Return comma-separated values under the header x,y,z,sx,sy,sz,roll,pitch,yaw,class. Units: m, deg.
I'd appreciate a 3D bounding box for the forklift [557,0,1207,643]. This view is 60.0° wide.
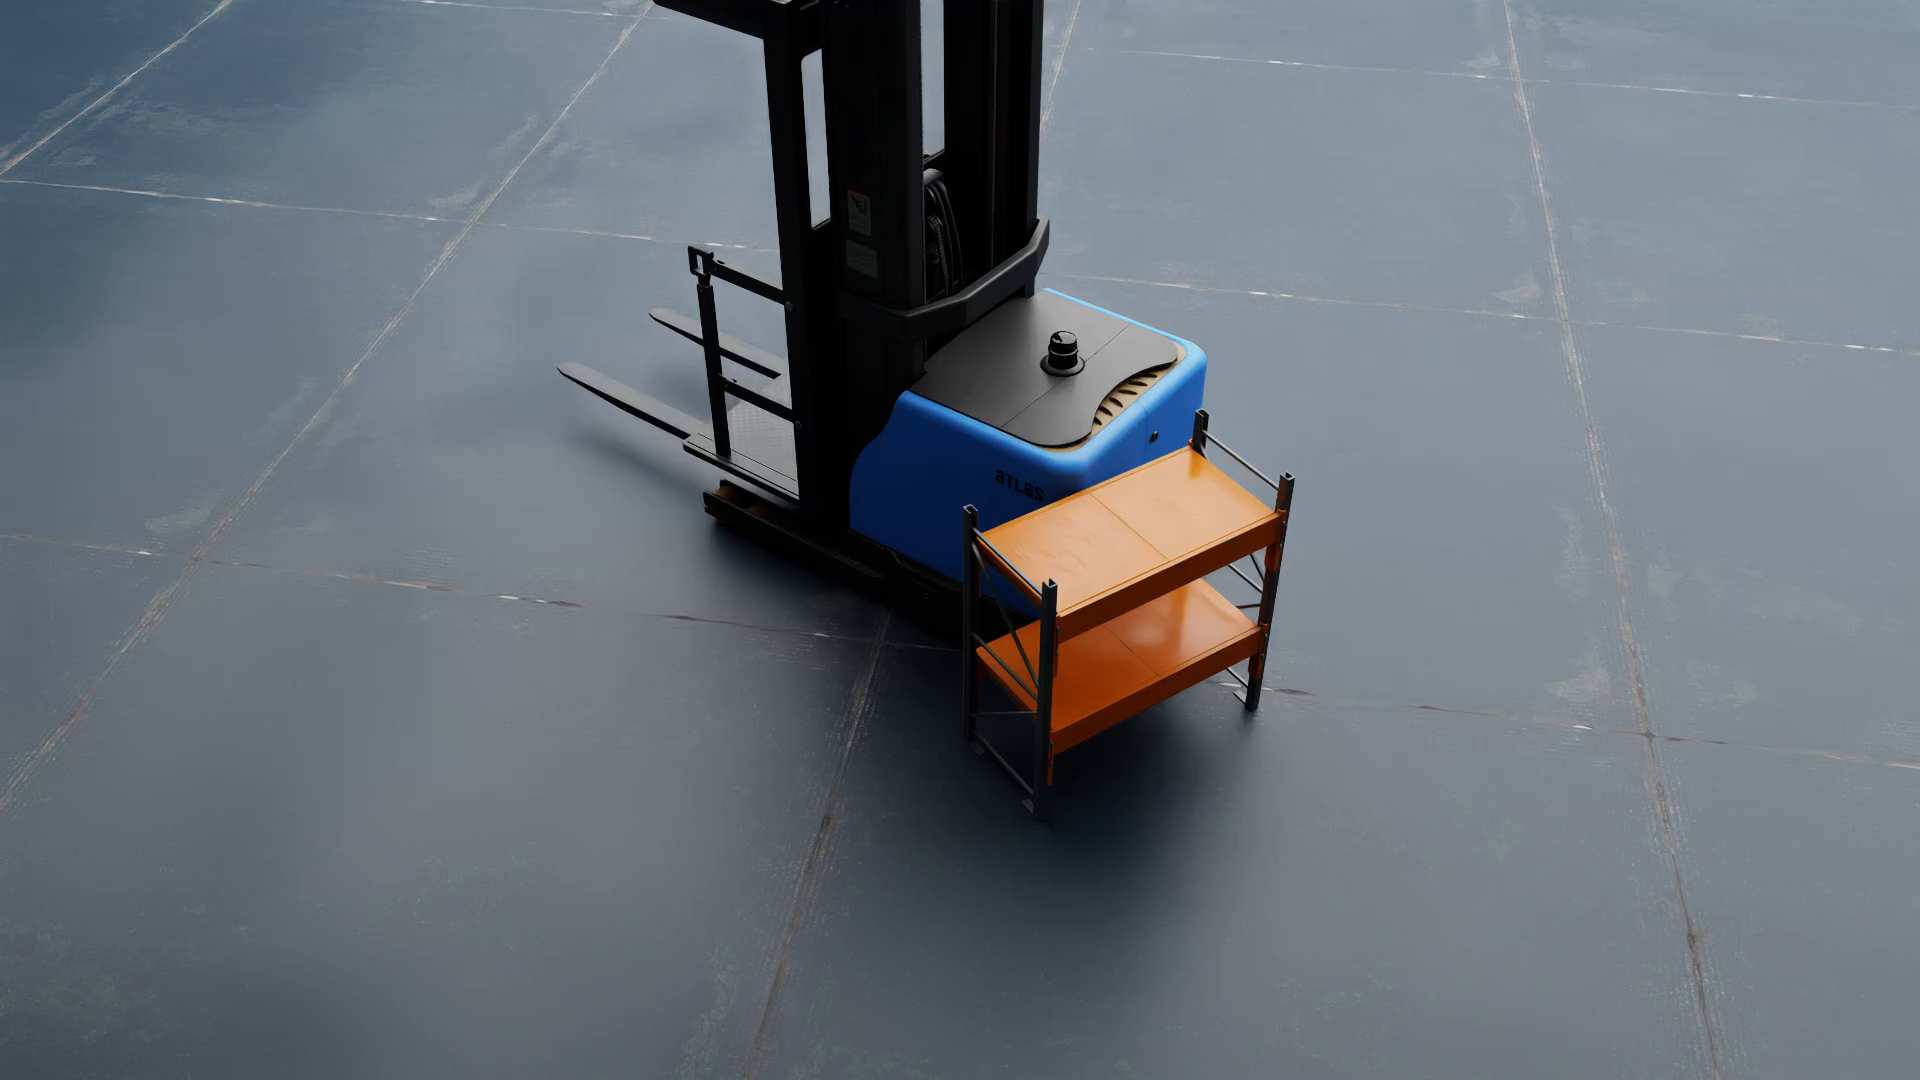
x,y,z,sx,sy,sz,roll,pitch,yaw,class
-0.504,-1.370,6.607,3.031,2.935,1.130,26,46,28,forklift

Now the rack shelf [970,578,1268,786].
x,y,z,sx,sy,sz,roll,pitch,yaw,class
0.585,0.458,6.197,1.000,0.278,0.538,-23,45,-25,rack shelf

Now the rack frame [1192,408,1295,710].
x,y,z,sx,sy,sz,roll,pitch,yaw,class
1.008,0.090,6.259,0.032,1.125,0.500,-23,45,-25,rack frame

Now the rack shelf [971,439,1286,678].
x,y,z,sx,sy,sz,roll,pitch,yaw,class
0.585,0.044,5.855,1.000,0.278,0.538,-23,45,-25,rack shelf

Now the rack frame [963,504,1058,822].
x,y,z,sx,sy,sz,roll,pitch,yaw,class
0.162,0.449,5.824,0.032,1.125,0.500,-23,45,-25,rack frame

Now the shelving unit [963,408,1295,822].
x,y,z,sx,sy,sz,roll,pitch,yaw,class
0.585,0.269,6.041,1.048,1.125,0.538,-23,45,-25,shelving unit
